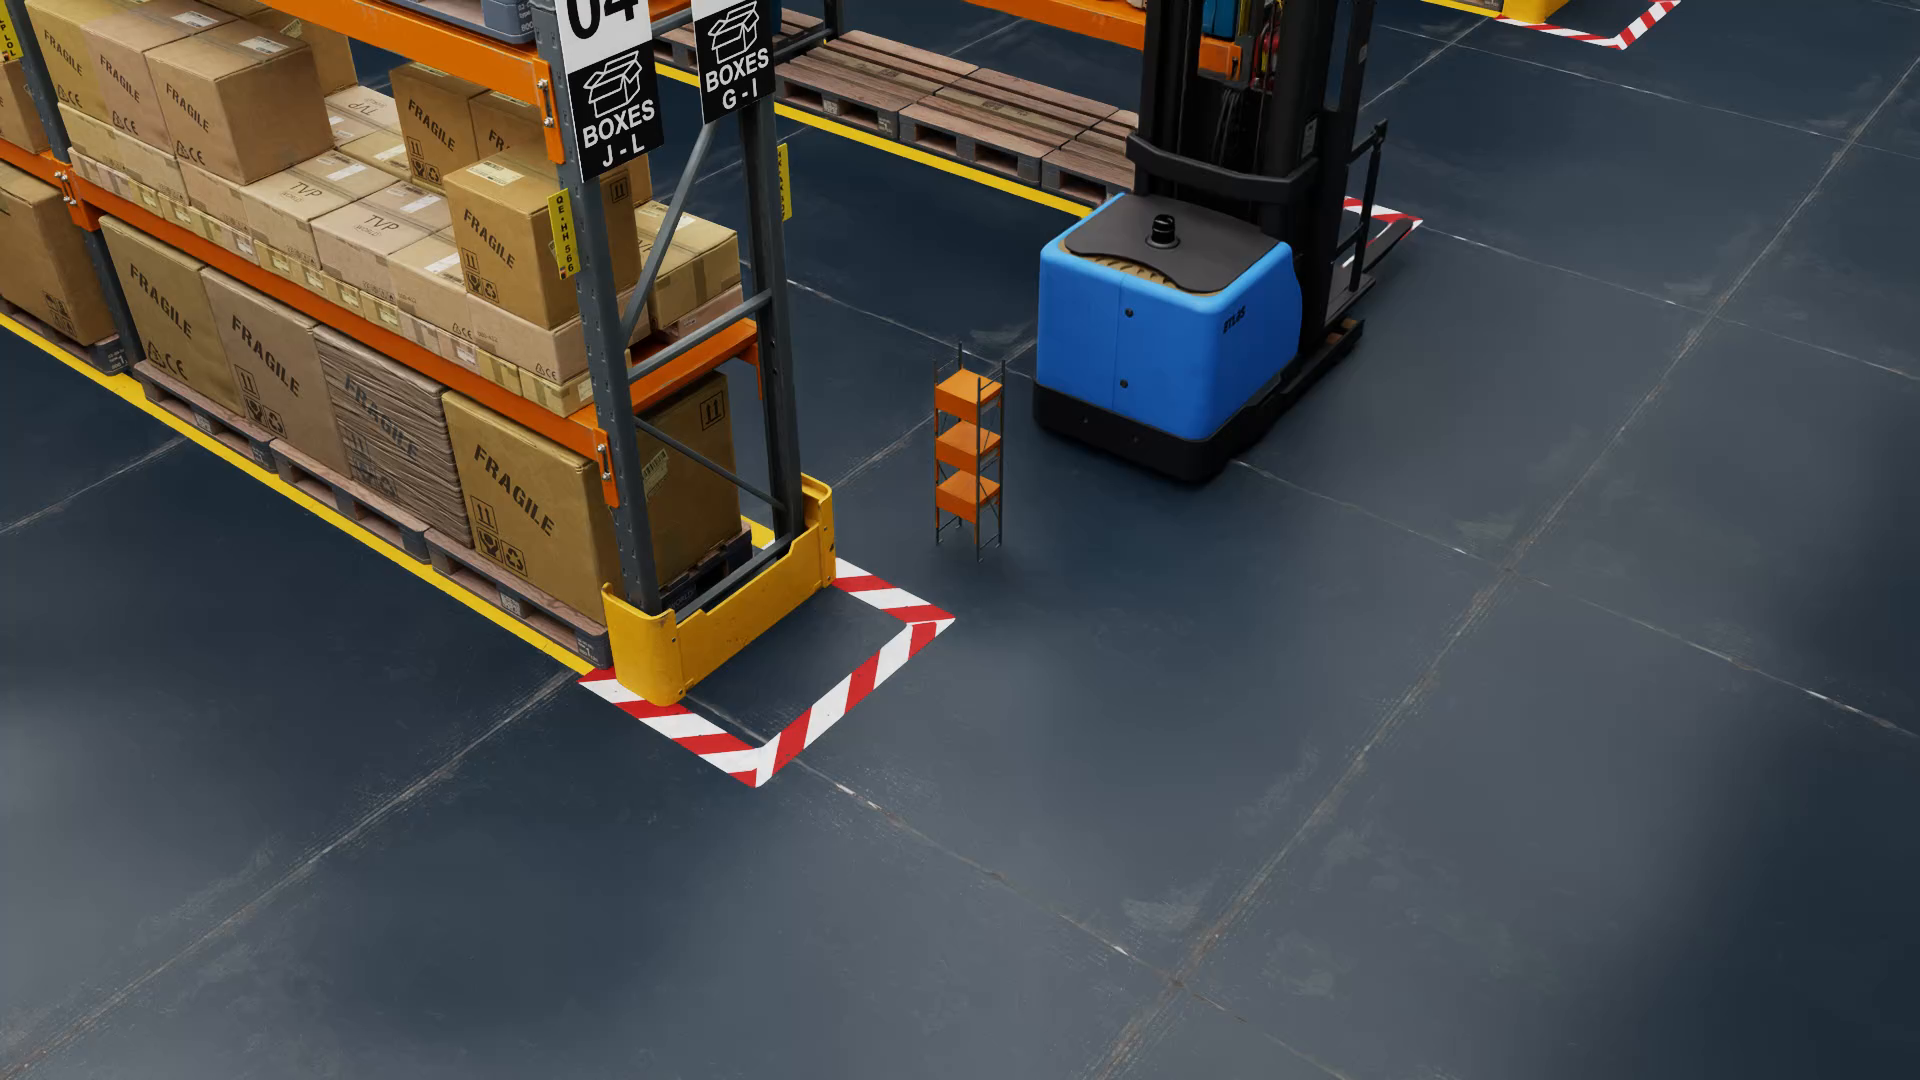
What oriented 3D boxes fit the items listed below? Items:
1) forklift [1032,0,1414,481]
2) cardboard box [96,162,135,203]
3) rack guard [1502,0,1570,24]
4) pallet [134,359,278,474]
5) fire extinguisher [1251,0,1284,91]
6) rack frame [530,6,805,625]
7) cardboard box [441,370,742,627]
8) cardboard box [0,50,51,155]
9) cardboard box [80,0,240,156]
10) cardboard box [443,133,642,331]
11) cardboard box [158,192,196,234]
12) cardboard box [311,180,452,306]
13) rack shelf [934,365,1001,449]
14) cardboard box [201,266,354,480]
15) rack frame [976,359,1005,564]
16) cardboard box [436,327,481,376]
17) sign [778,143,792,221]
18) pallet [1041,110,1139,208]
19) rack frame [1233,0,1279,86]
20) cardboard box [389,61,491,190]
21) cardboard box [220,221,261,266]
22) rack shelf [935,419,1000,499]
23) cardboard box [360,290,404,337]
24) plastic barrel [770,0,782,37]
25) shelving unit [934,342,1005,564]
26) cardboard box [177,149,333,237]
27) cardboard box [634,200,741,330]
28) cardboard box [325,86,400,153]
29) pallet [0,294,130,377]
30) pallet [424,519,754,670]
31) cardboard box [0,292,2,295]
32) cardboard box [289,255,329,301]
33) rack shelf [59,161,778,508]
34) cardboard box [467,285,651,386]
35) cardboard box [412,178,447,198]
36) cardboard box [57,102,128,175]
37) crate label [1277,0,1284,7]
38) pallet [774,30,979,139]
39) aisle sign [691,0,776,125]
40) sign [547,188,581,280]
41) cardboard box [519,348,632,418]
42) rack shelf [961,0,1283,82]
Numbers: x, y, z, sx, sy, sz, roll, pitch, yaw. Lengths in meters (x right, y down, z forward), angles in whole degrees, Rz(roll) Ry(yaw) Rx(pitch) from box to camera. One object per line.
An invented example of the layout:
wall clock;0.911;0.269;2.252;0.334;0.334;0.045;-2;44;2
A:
forklift;1.650;-2.316;8.691;1.130;2.935;3.031;24;44;27
cardboard box;-4.006;-1.830;8.219;0.250;0.149;0.380;24;44;27
rack guard;4.891;-4.696;13.704;0.348;0.500;1.175;25;45;29
pallet;-3.691;-0.880;9.063;1.213;0.211;1.003;25;45;29
fire extinguisher;1.782;-2.772;9.583;0.183;0.674;0.296;25;45;29
rack frame;-1.070;-0.803;6.703;0.127;3.000;1.000;25;45;29
cardboard box;-1.627;-0.332;7.485;0.875;0.875;0.875;25;45;29
cardboard box;-4.785;-2.382;8.639;0.500;0.500;0.500;25;45;29
cardboard box;-3.636;-2.161;7.710;0.500;0.500;0.500;25;45;29
cardboard box;-1.617;-1.210;6.495;0.500;0.500;0.500;26;45;29
cardboard box;-3.586;-1.634;7.968;0.250;0.149;0.380;24;44;27
cardboard box;-2.423;-1.293;7.210;0.500;0.250;0.500;24;44;27
rack shelf;0.042;-0.608;7.593;0.240;0.259;0.215;25;45;29
cardboard box;-3.057;-1.006;8.346;0.875;0.875;0.875;25;45;29
rack frame;0.139;-0.348;7.703;0.008;1.050;0.200;25;45;29
cardboard box;-1.960;-0.868;6.989;0.250;0.149;0.380;25;45;29
sign;-0.728;-1.444;6.756;0.005;0.325;0.100;25;45;29
pallet;1.307;-2.458;11.079;1.213;0.211;1.003;25;45;29
rack frame;1.939;-3.228;9.801;0.127;3.000;1.000;25;45;29
cardboard box;-2.100;-1.846;7.308;0.500;0.500;0.500;24;44;27
cardboard box;-3.185;-1.443;7.725;0.250;0.149;0.380;26;45;29
rack shelf;0.042;-0.385;7.768;0.240;0.259;0.215;25;45;29
cardboard box;-2.365;-1.058;7.232;0.250;0.149;0.380;24;44;28
plastic barrel;-1.660;-4.277;12.502;0.708;0.901;0.600;25;45;29
shelving unit;0.042;-0.393;7.762;0.252;1.050;0.215;25;45;29
cardboard box;-3.227;-1.675;7.697;0.500;0.250;0.500;26;45;30
cardboard box;-1.288;-1.173;7.056;0.500;0.250;0.500;24;44;27
cardboard box;-2.919;-1.938;8.034;0.500;0.250;0.500;26;45;29
pallet;-4.906;-1.455;9.798;1.213;0.211;1.003;25;45;29
pallet;-1.753;0.034;7.896;1.213;0.211;1.003;25;45;29
cardboard box;-5.478;-2.194;9.862;0.875;0.875;1.225;24;44;27
cardboard box;-2.767;-1.249;7.476;0.250;0.149;0.380;26;45;29
rack shelf;-2.659;-1.269;7.881;4.000;0.370;1.077;25;45;29
cardboard box;-1.616;-0.912;6.723;0.500;0.250;0.500;25;44;28
cardboard box;-2.101;-1.554;7.543;0.500;0.250;0.500;24;44;27
cardboard box;-4.033;-2.055;8.182;0.500;0.250;0.500;24;44;28
crate label;1.943;-3.439;10.158;0.303;0.233;0.416;25;45;29
pallet;-0.631;-3.372;12.246;1.213;0.211;1.003;25;45;29
aisle sign;-0.831;-1.946;6.055;0.004;0.787;0.394;25;45;29
sign;-1.411;-1.092;5.940;0.005;0.325;0.100;25;45;29
cardboard box;-1.553;-0.676;6.745;0.250;0.149;0.380;26;45;29
rack shelf;0.350;-3.694;10.979;4.000;0.370;1.077;25;45;29
